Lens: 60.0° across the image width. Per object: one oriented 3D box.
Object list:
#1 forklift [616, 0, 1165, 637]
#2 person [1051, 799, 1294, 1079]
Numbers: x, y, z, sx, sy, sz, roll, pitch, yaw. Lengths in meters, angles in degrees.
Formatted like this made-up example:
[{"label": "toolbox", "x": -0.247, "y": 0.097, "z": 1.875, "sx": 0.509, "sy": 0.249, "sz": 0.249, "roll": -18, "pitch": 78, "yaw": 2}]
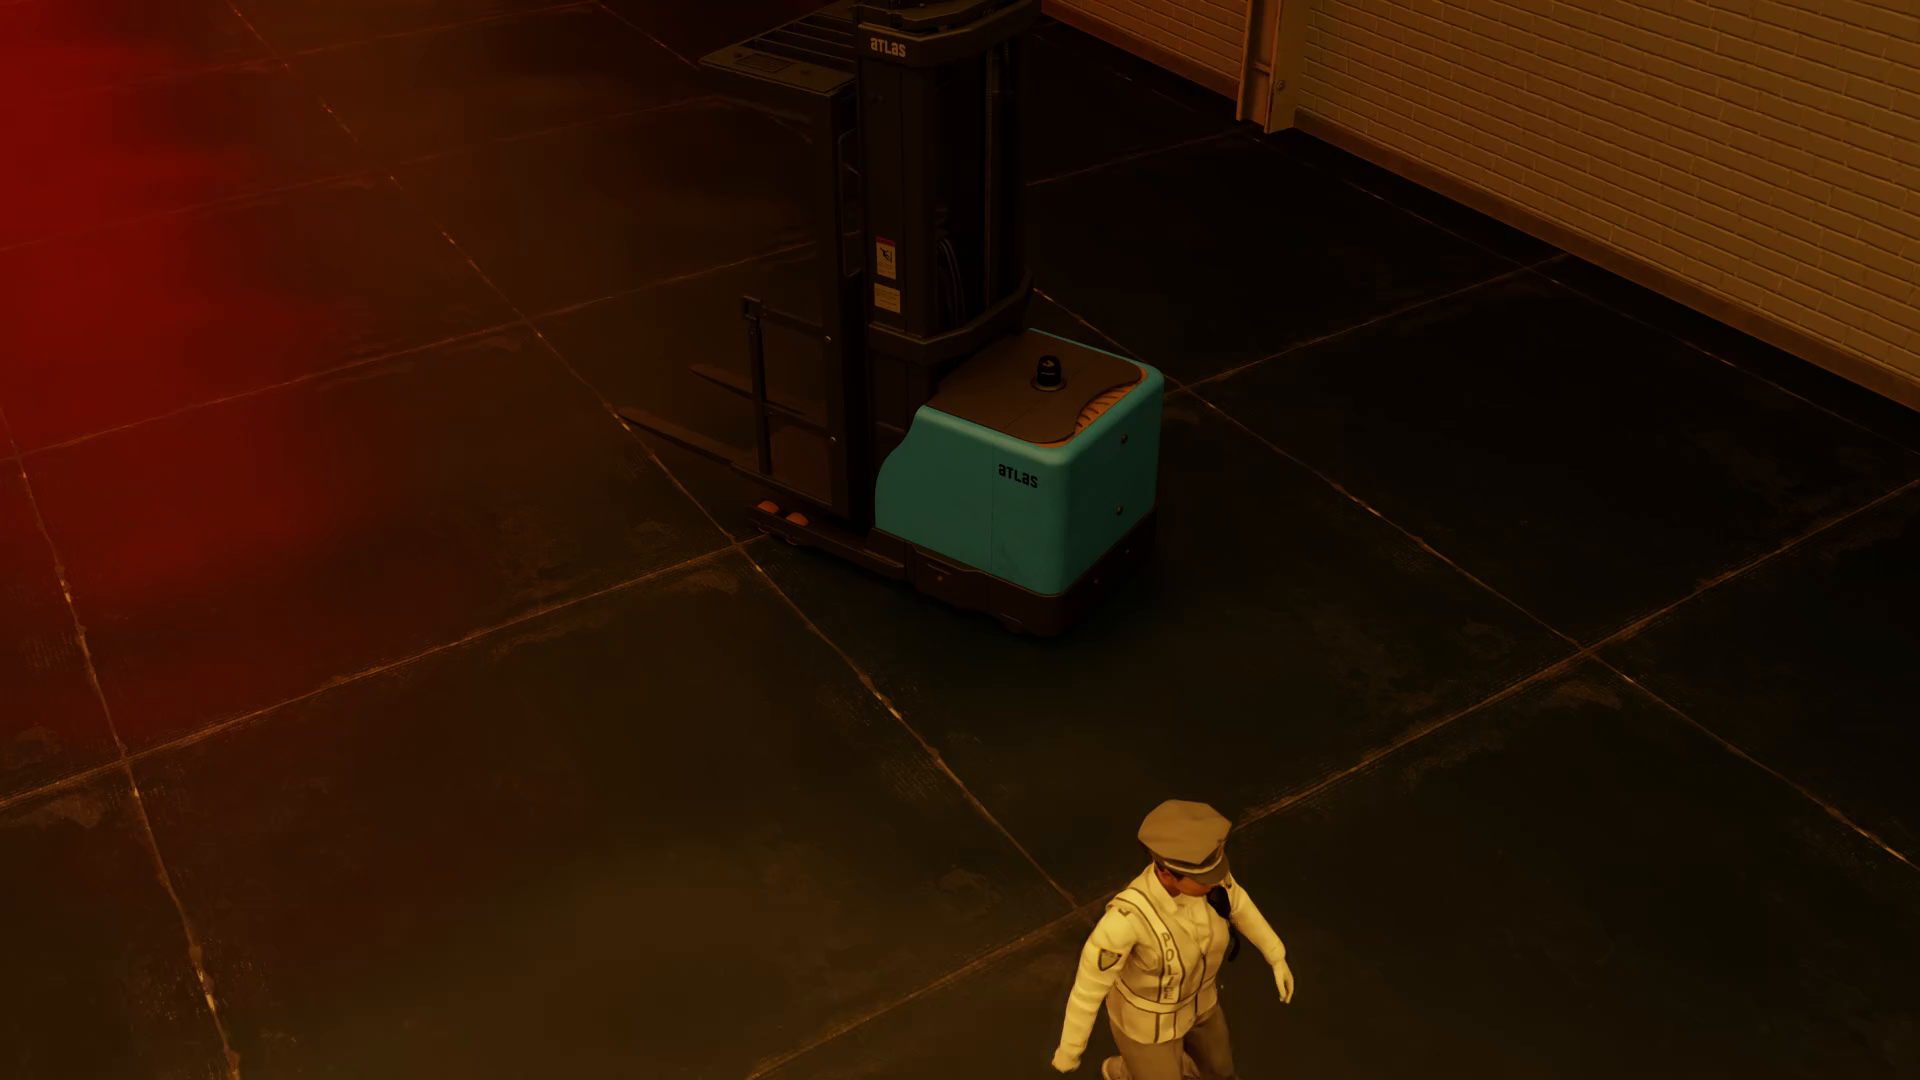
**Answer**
[{"label": "forklift", "x": -0.500, "y": -1.399, "z": 8.138, "sx": 3.031, "sy": 2.935, "sz": 1.130, "roll": 22, "pitch": 41, "yaw": 28}, {"label": "person", "x": 0.629, "y": 1.459, "z": 5.193, "sx": 0.555, "sy": 1.651, "sz": 0.721, "roll": 27, "pitch": 43, "yaw": 33}]
